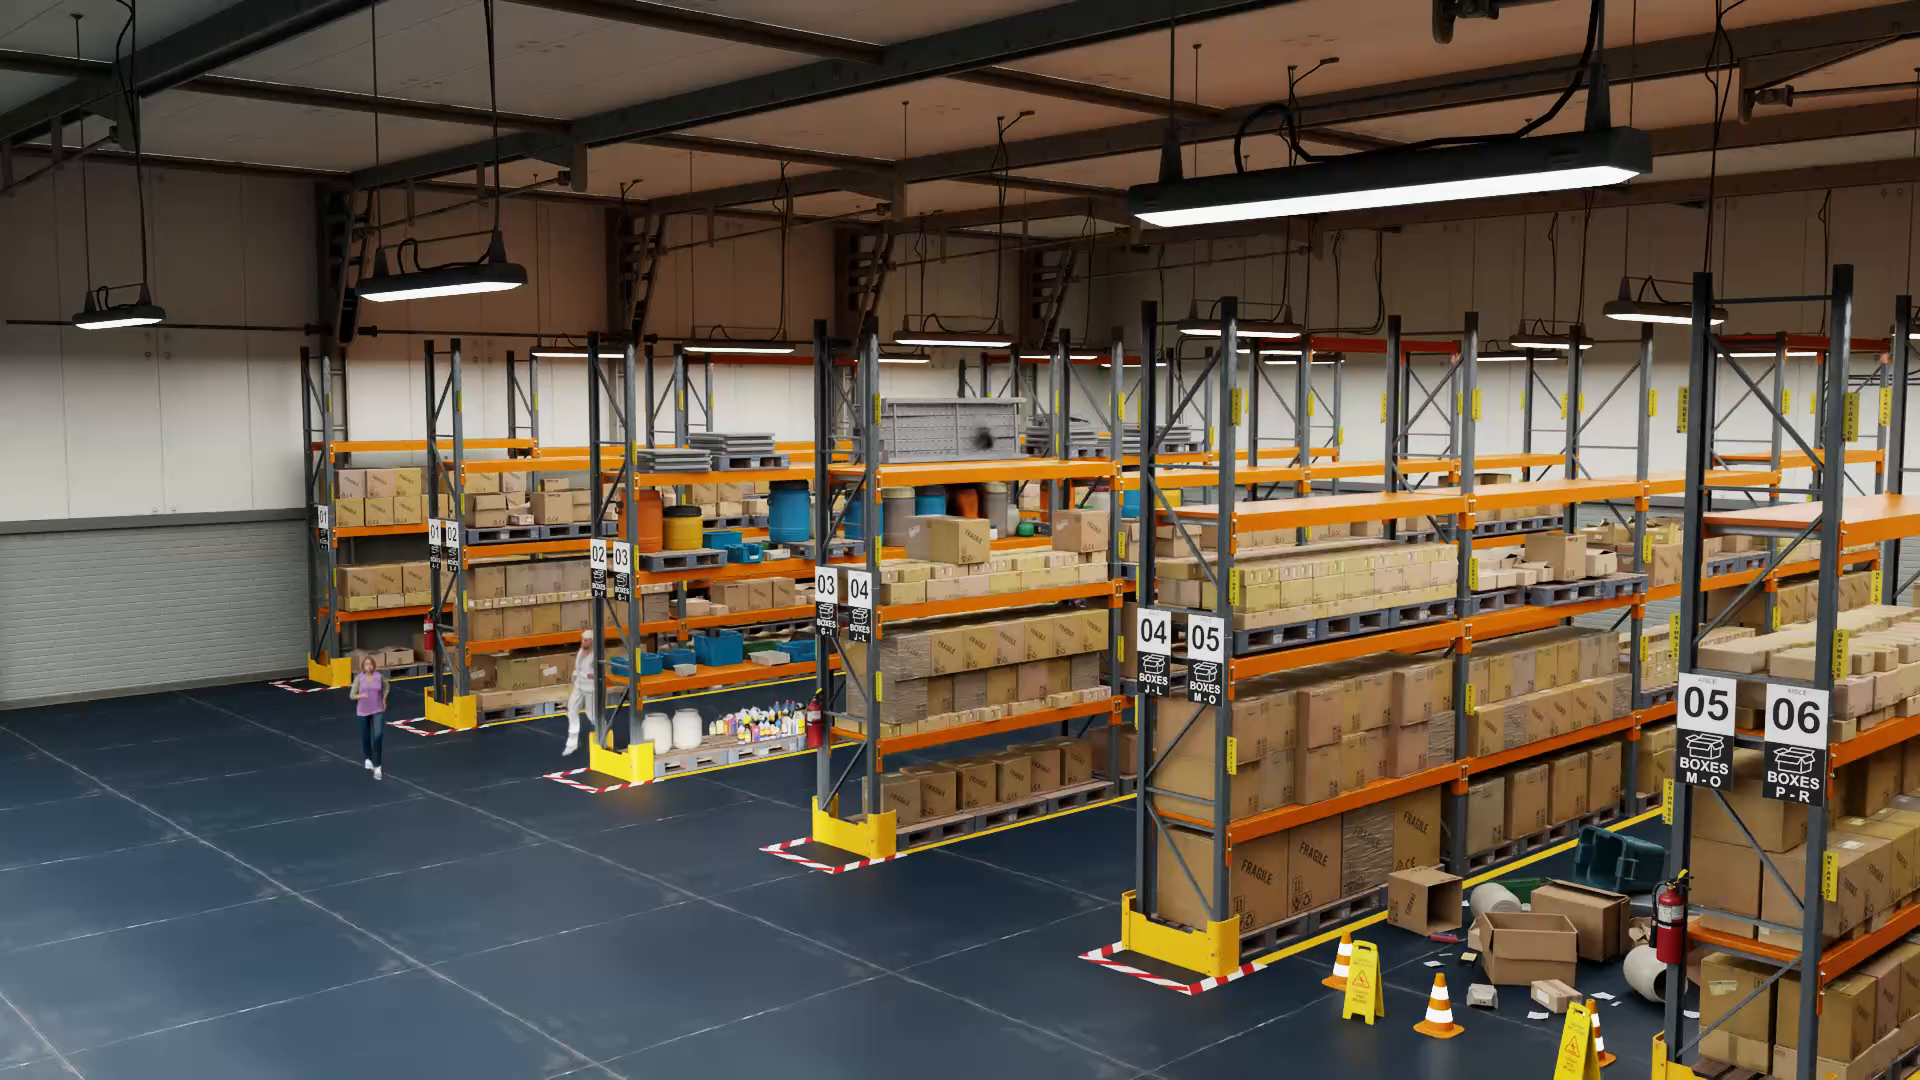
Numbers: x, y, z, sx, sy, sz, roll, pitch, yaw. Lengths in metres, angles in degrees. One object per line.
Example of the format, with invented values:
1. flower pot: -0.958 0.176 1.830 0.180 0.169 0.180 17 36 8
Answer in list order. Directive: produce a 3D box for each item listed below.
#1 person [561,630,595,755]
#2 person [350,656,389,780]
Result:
1. person: -5.292 2.197 23.956 0.660 1.843 0.807 3 6 33
2. person: -7.979 2.380 22.506 0.518 1.639 0.687 -2 5 -21
